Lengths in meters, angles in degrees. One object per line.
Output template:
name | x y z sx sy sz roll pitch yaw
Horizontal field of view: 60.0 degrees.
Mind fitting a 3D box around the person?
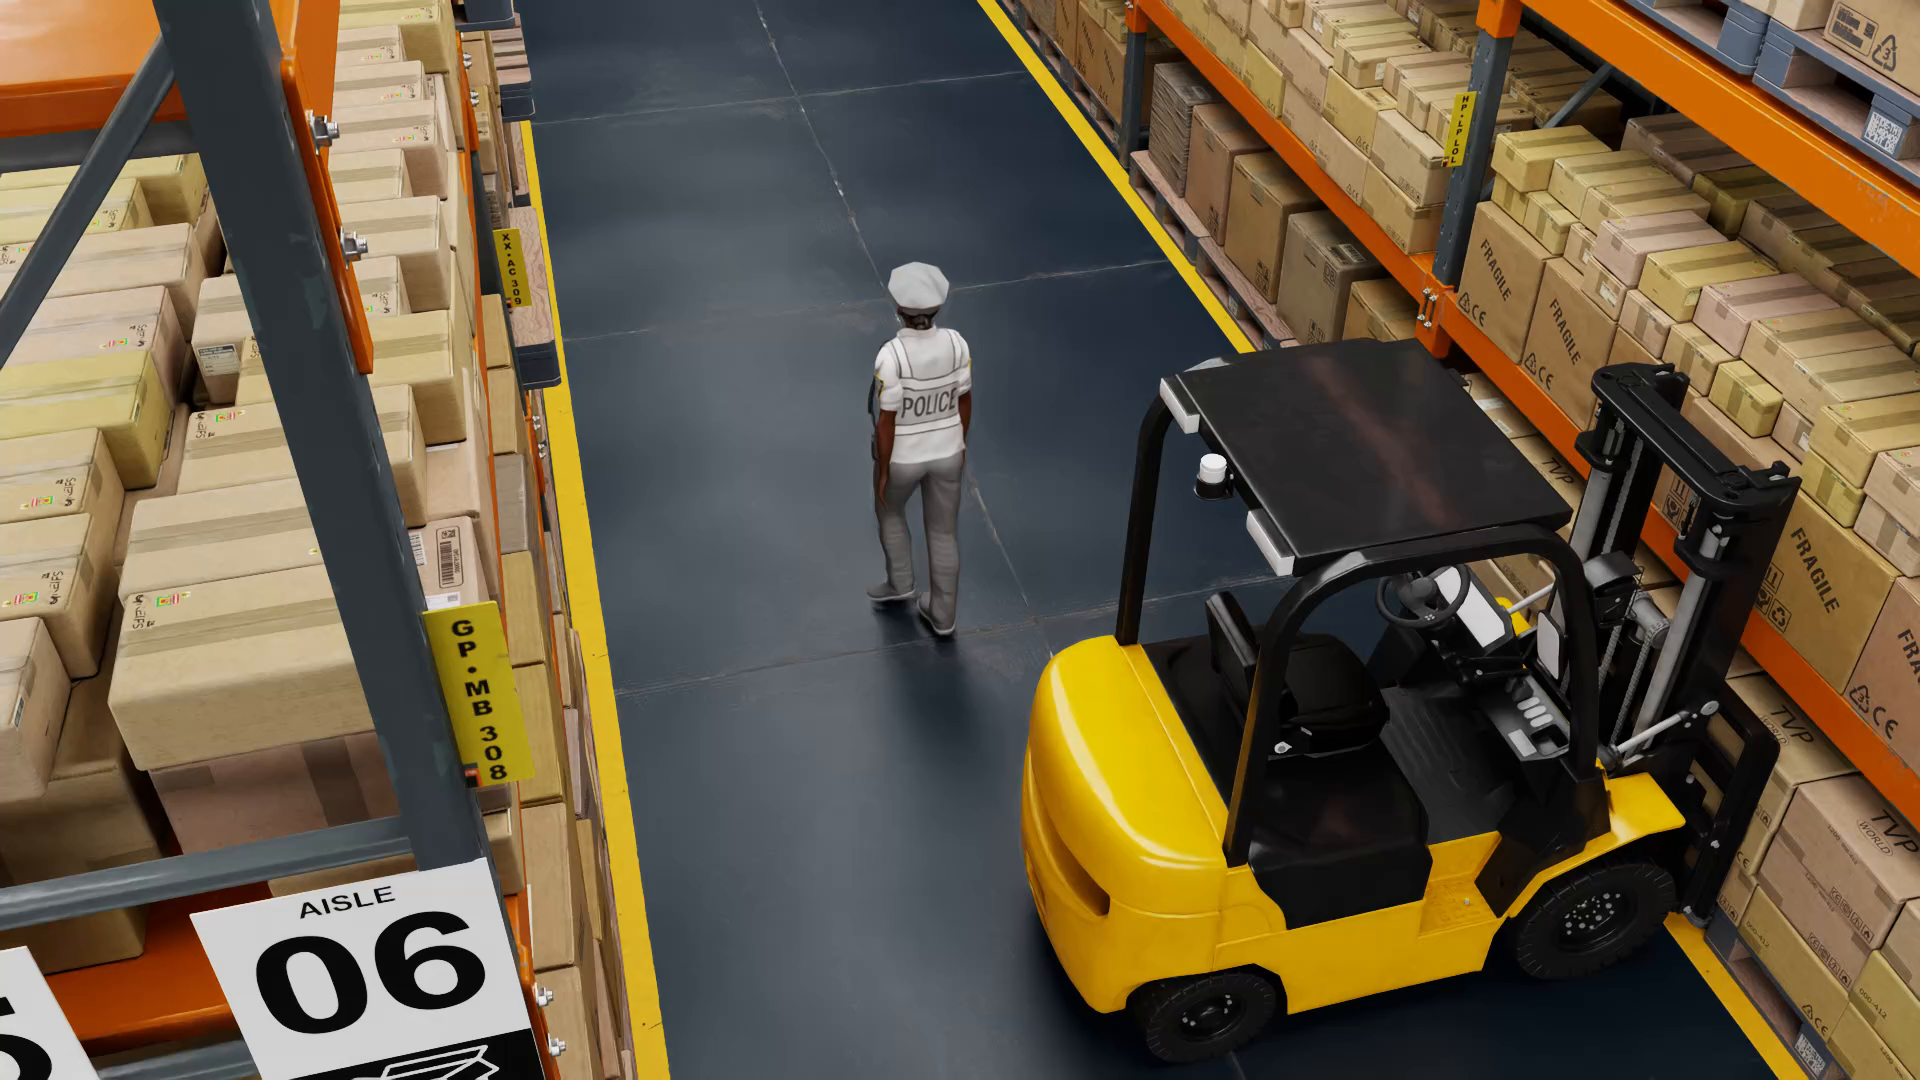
person | -0.147 -0.326 7.142 0.475 1.728 0.511 -13 40 -16
